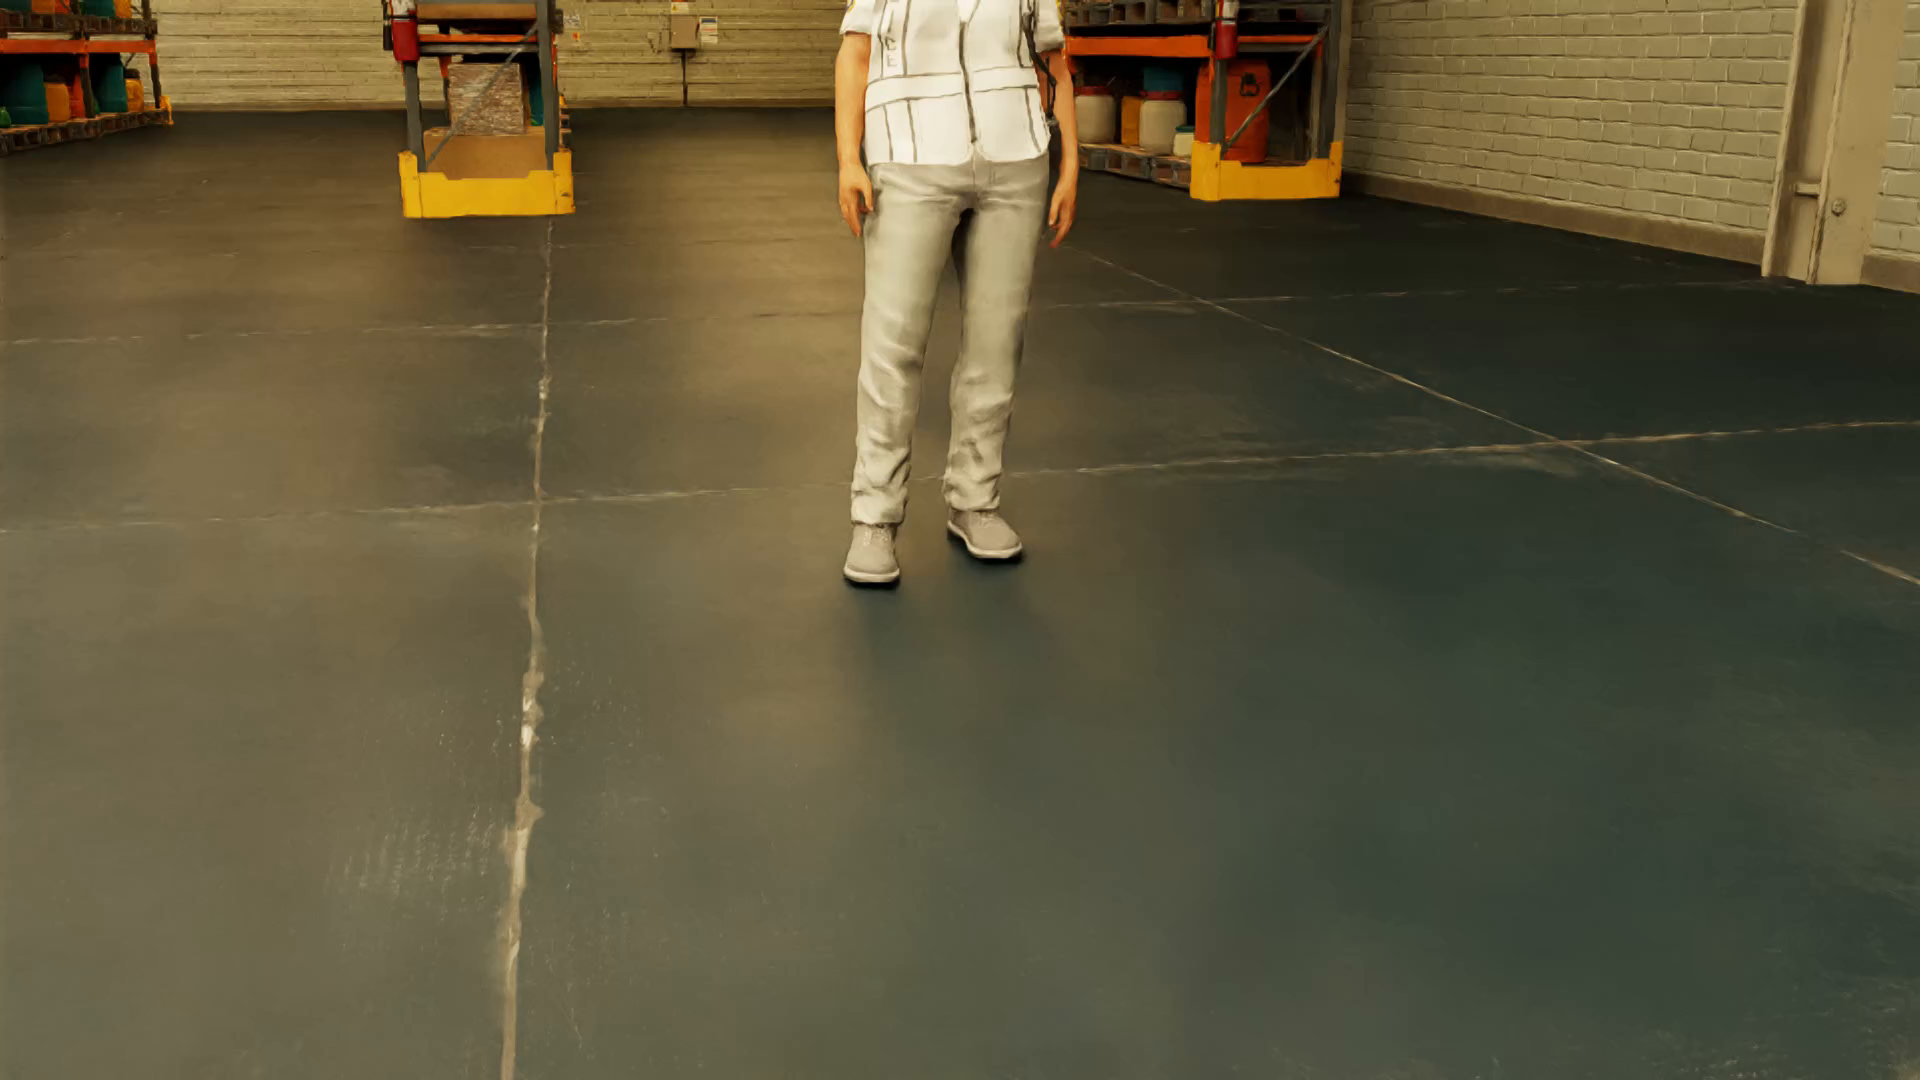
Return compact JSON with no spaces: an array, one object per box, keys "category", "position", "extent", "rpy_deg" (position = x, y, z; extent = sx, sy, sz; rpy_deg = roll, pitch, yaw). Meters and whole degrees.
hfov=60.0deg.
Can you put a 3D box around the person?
[{"category":"person","position":[-0.005,-0.783,3.700],"extent":[0.598,1.669,0.529],"rpy_deg":[-4,17,-12]}]
